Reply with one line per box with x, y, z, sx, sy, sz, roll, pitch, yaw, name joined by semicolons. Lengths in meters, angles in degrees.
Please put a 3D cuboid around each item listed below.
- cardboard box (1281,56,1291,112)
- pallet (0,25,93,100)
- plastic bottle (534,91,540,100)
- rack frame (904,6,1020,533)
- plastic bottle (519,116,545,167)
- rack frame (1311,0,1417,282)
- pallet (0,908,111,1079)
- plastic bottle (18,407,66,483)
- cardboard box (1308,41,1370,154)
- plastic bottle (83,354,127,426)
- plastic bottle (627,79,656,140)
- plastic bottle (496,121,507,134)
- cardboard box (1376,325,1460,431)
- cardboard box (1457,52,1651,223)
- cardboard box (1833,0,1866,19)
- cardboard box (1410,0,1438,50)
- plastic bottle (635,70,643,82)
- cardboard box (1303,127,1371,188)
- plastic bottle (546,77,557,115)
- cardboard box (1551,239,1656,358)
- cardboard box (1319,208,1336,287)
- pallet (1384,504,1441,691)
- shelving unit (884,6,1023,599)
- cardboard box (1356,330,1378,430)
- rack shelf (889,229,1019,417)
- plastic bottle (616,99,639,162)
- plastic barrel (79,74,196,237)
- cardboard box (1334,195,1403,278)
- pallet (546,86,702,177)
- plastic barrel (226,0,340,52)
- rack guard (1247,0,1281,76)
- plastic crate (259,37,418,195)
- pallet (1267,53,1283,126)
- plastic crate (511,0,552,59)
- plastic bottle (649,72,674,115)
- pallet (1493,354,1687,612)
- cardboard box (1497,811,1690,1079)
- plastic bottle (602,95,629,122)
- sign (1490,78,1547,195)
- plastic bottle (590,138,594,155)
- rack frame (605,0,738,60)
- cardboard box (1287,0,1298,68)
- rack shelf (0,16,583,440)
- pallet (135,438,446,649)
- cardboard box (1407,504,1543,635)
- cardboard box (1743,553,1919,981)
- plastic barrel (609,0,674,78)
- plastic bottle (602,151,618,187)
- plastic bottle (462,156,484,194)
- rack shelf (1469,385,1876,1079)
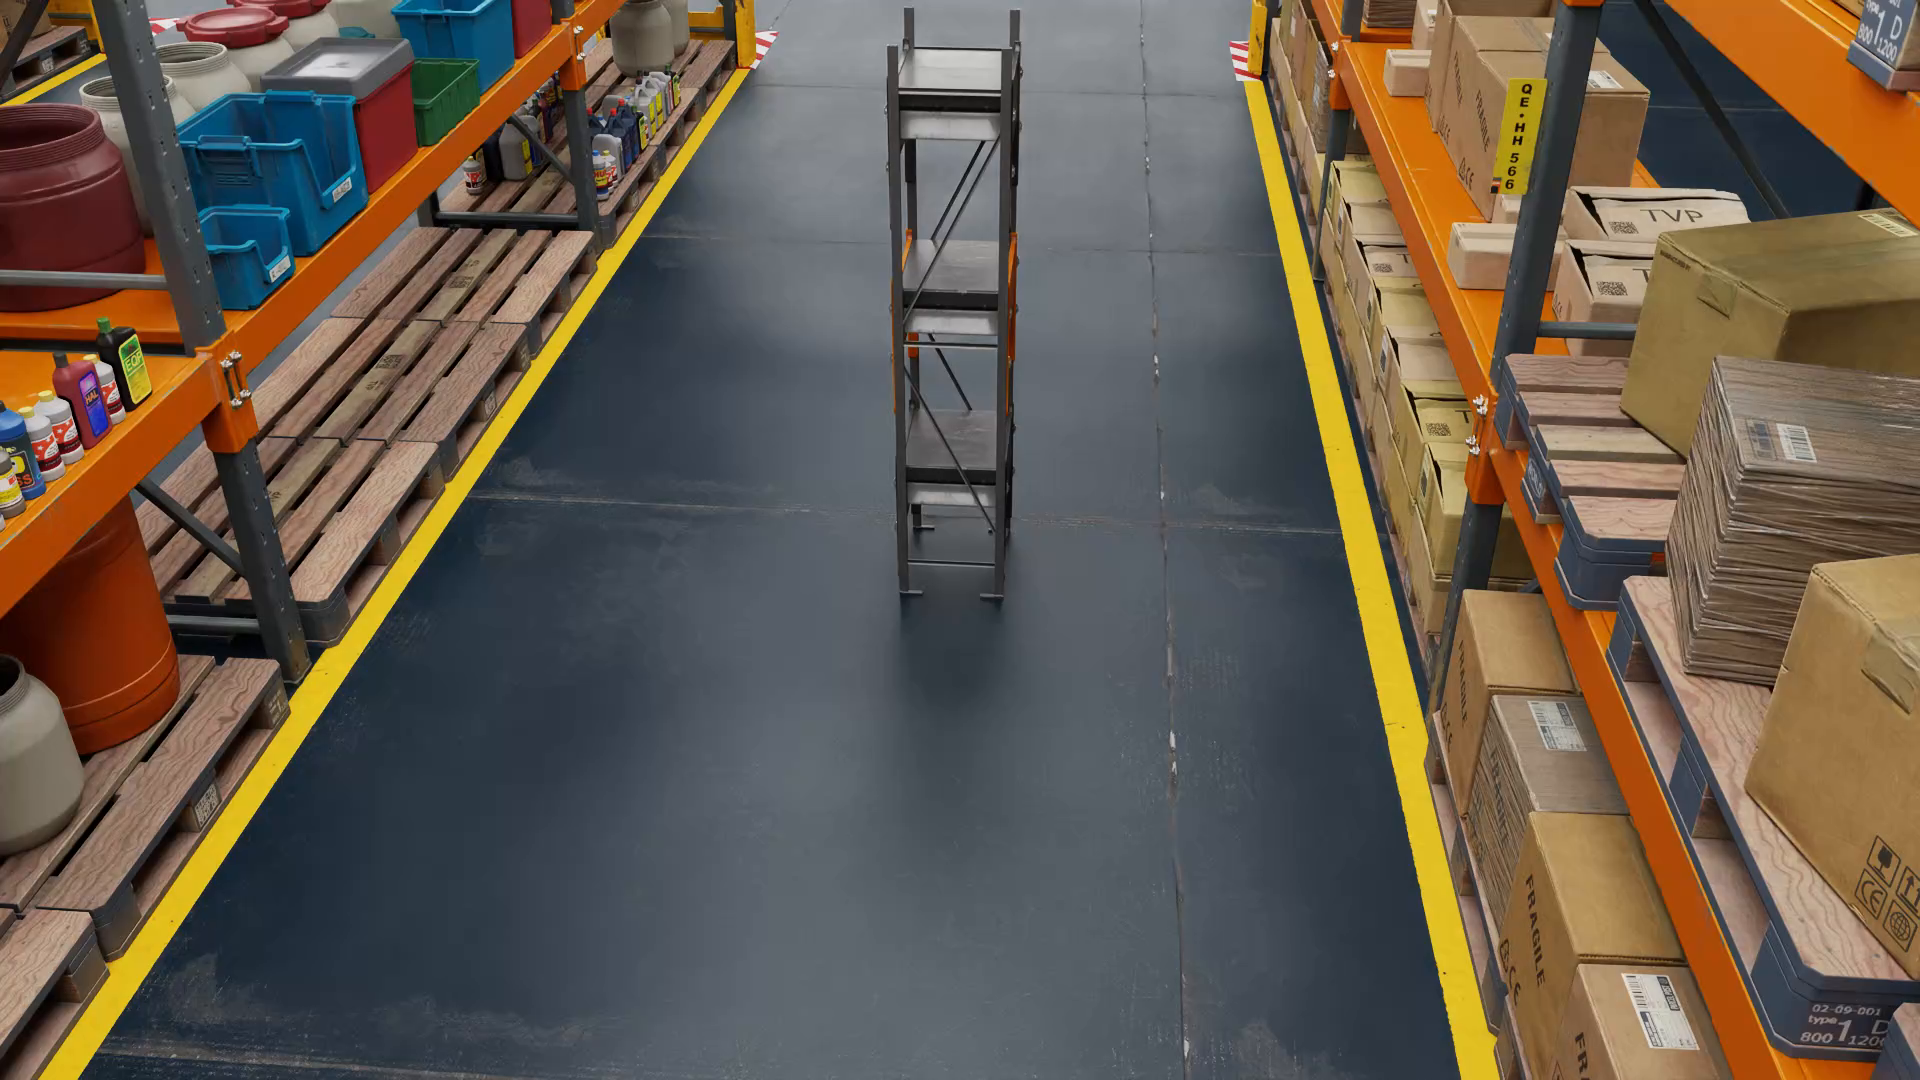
2.402;-2.993;10.969;0.500;0.250;0.500;2;32;4;cardboard box
-7.235;-3.554;12.316;1.003;0.211;1.213;2;32;4;pallet
-2.702;-2.746;10.528;0.097;0.271;0.097;0;32;0;plastic bottle
0.006;-0.935;6.266;0.400;2.100;0.015;2;32;4;rack frame
-2.586;-2.385;9.938;0.152;0.276;0.135;2;32;4;plastic bottle
2.420;-2.687;8.252;1.000;3.000;0.127;2;32;4;rack frame
-2.967;1.428;4.232;1.003;0.211;1.213;2;32;4;pallet
-2.505;-0.264;4.509;0.097;0.201;0.097;0;32;0;plastic bottle
2.292;-2.528;9.498;0.500;0.500;0.500;2;32;4;cardboard box
-2.478;-0.436;4.787;0.097;0.201;0.097;0;32;0;plastic bottle
-1.988;-2.686;10.355;0.144;0.351;0.185;2;32;4;plastic bottle
-2.736;-2.410;9.907;0.144;0.351;0.185;1;32;2;plastic bottle
1.971;-0.663;6.653;0.500;0.311;0.500;2;32;4;cardboard box
2.214;-1.517;6.256;0.500;0.500;0.500;1;32;1;cardboard box
2.008;-1.147;2.798;0.910;0.500;0.500;2;32;4;cardboard box
2.423;-2.364;7.870;0.500;0.250;0.500;4;32;7;cardboard box
-2.058;-2.918;10.796;0.061;0.283;0.133;2;32;4;plastic bottle
2.290;-2.209;9.695;0.500;0.250;0.500;2;32;4;cardboard box
-2.677;-2.904;10.785;0.097;0.271;0.097;0;32;0;plastic bottle
2.167;-0.746;5.187;0.500;0.311;0.500;4;32;7;cardboard box
2.140;-1.495;8.538;0.500;0.250;0.500;2;32;3;cardboard box
2.200;0.162;6.285;1.003;0.211;1.213;2;32;4;pallet
-0.013;-0.807;6.059;0.431;2.100;0.503;2;32;4;shelving unit
2.015;-0.691;7.233;0.500;0.250;0.500;3;32;5;cardboard box
-0.013;-0.796;6.066;0.431;0.518;0.480;2;32;4;rack shelf
-2.022;-2.464;9.994;0.144;0.351;0.185;1;32;2;plastic bottle
-2.972;-1.404;6.063;0.421;0.512;0.421;0;32;0;plastic barrel
2.092;-1.467;7.958;0.500;0.311;0.500;2;32;3;cardboard box
-2.324;-2.703;10.935;1.003;0.211;1.213;2;32;4;pallet
-2.873;-2.084;7.144;0.433;0.535;0.433;0;32;0;plastic barrel
2.747;-3.727;12.322;1.175;0.500;0.348;2;32;4;rack guard
-2.406;-1.669;6.537;0.402;0.464;0.583;2;32;4;plastic crate
2.725;-3.190;11.726;1.003;0.211;1.213;2;32;4;pallet
-2.251;-2.662;8.149;0.402;0.464;0.583;2;32;4;plastic crate
-1.952;-2.911;10.791;0.152;0.276;0.135;3;32;4;plastic bottle
2.109;-0.157;4.328;1.213;0.211;1.003;2;32;4;pallet
1.689;1.043;4.162;0.500;0.500;0.500;2;32;3;cardboard box
-2.137;-2.647;10.363;0.152;0.276;0.135;2;32;4;plastic bottle
1.541;-1.111;4.590;0.100;0.325;0.005;2;32;4;sign
-2.161;-2.254;9.719;0.061;0.283;0.133;2;32;4;plastic bottle
-2.191;-4.993;11.992;1.000;3.000;0.127;2;32;4;rack frame
2.413;-3.312;10.771;0.500;0.500;0.500;2;32;4;cardboard box
-2.680;-1.549;7.090;1.077;0.370;4.000;2;32;4;rack shelf
-2.741;-0.026;6.591;1.003;0.211;1.213;2;32;4;pallet
1.894;0.110;5.932;0.500;0.250;0.500;3;32;5;cardboard box
1.851;0.348;2.831;0.700;0.500;0.500;-5;32;-9;cardboard box
-2.209;-3.503;11.546;0.421;0.512;0.421;0;32;0;plastic barrel
-2.037;-2.151;9.630;0.097;0.201;0.097;0;32;0;plastic bottle
-2.798;-2.100;9.546;0.097;0.201;0.097;0;32;0;plastic bottle
1.931;0.756;3.350;1.077;0.370;4.000;2;32;4;rack shelf
